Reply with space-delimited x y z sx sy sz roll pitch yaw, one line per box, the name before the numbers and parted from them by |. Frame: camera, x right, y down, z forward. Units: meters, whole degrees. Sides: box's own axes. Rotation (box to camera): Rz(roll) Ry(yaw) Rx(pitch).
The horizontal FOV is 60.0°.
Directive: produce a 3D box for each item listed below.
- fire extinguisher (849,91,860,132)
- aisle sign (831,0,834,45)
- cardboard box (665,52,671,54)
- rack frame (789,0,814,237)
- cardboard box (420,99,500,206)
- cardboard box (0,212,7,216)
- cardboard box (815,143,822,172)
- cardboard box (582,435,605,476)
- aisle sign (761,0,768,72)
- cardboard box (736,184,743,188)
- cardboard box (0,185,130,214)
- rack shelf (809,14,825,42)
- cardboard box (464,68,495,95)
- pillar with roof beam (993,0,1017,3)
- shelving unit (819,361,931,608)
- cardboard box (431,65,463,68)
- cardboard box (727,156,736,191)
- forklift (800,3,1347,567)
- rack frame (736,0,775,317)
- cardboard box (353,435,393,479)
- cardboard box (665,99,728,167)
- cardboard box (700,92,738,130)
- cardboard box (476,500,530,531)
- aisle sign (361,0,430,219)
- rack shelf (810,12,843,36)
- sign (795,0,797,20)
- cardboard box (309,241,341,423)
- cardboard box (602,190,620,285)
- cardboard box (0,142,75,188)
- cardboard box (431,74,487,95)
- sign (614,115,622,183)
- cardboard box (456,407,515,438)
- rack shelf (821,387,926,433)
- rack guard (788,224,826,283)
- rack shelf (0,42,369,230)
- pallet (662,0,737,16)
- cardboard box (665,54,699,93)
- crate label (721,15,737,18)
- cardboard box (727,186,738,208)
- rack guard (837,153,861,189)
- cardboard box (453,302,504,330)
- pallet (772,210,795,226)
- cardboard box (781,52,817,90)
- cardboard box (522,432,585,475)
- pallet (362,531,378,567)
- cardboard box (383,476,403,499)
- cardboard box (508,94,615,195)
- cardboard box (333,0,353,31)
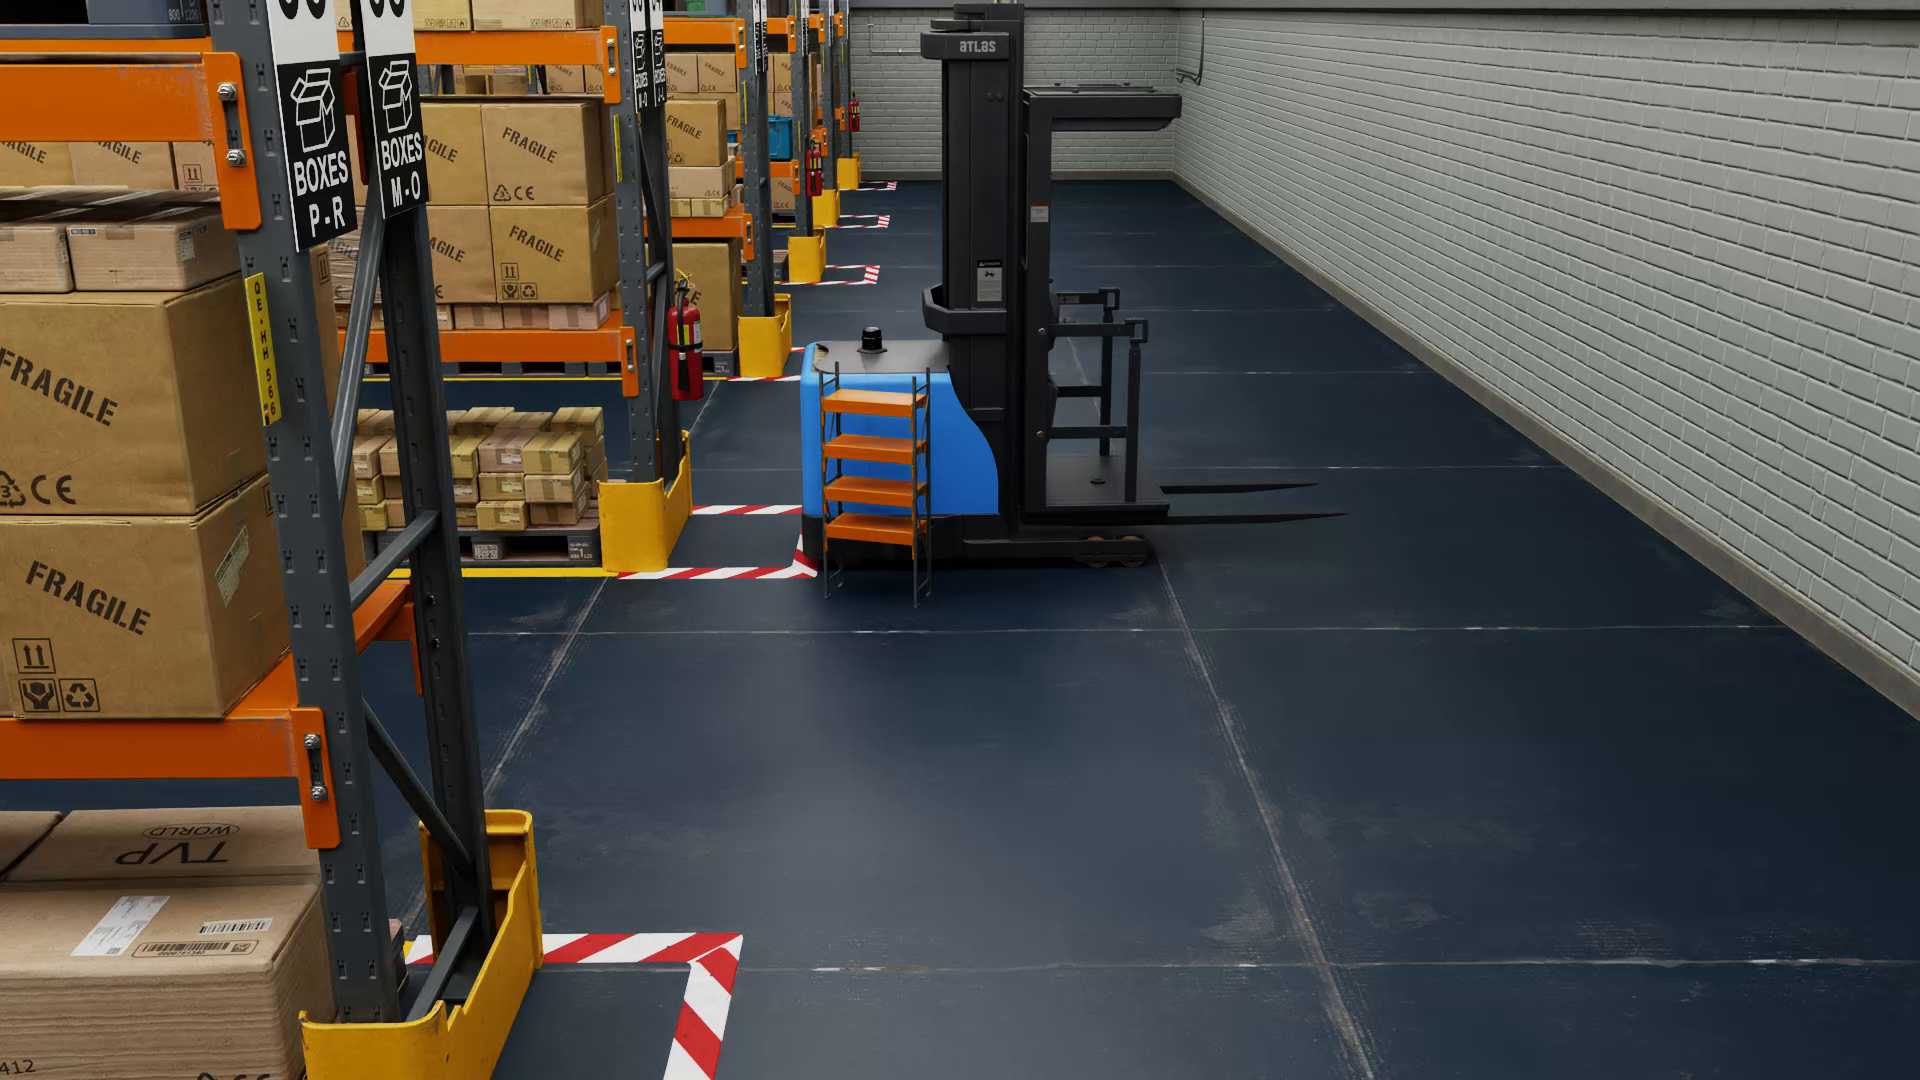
fire extinguisher | -1.758 -7.131 27.603 0.183 0.674 0.296 0 18 -1
aisle sign | -1.771 -7.300 23.139 0.004 0.787 0.394 0 18 -1
cardboard box | -4.316 -6.564 23.299 0.500 0.500 0.500 0 18 0
rack frame | -1.760 -4.460 18.539 0.127 3.000 1.000 0 18 -1
cardboard box | -2.665 -2.016 8.635 0.500 0.500 0.500 -1 18 -3
cardboard box | -2.391 -0.654 3.815 0.250 0.149 0.380 0 18 -1
cardboard box | -2.615 -6.461 28.184 0.500 0.500 0.700 0 18 -1
cardboard box | -2.233 -0.492 9.662 0.250 0.149 0.380 0 18 1
aisle sign | -1.615 -4.277 13.713 0.004 0.787 0.394 0 18 -1
cardboard box | -3.383 -4.952 23.855 0.500 0.250 0.500 0 18 -1
cardboard box | -2.407 -0.846 4.413 0.250 0.149 0.380 0 18 1
rack shelf | -3.834 -7.049 22.877 4.000 0.370 1.077 0 18 -1
cardboard box | -7.885 -7.576 27.572 0.500 0.500 0.500 0 18 1
pillar with roof beam | 0.837 -9.304 23.821 0.400 9.000 9.100 0 18 -1
shelving unit | -0.425 -0.281 8.460 0.503 1.200 0.258 5 19 16
cardboard box | -8.420 -7.933 27.454 0.500 0.250 0.500 0 18 0
cardboard box | -2.166 -3.097 14.051 0.500 0.250 0.500 -1 18 -2
forklift | 0.629 -1.407 9.135 3.031 2.935 1.130 -1 18 -3
rack frame | -1.682 -2.947 13.824 0.127 3.000 1.000 0 18 -1
cardboard box | -3.267 -0.454 9.056 0.250 0.149 0.380 0 18 1
cardboard box | -2.165 -3.292 13.429 0.500 0.500 0.500 0 18 0
cardboard box | -3.296 -5.931 22.961 0.500 0.500 0.500 0 18 0
cardboard box | -2.483 -0.176 9.164 0.250 0.149 0.380 0 18 1
aisle sign | -1.458 -1.247 4.268 0.004 0.787 0.394 0 18 -1
rack shelf | -3.916 -8.562 27.593 4.000 0.370 1.077 0 18 -1
sign | -1.735 -5.670 17.574 0.005 0.325 0.100 0 18 -1
cardboard box | -2.010 -0.529 4.484 0.500 0.500 0.500 -1 18 -2
cardboard box | -2.158 -1.703 9.295 0.500 0.500 0.500 1 18 2
cardboard box | -4.731 -2.013 8.623 0.500 0.500 0.500 -1 18 -3
cardboard box | -6.998 -6.244 23.251 0.500 0.500 0.700 3 18 8
sign | -1.716 -1.964 8.346 0.005 0.325 0.100 0 18 -1
cardboard box | -2.762 -0.658 9.695 0.250 0.149 0.380 0 18 -1
rack shelf | -0.425 -0.655 8.340 0.480 0.148 0.258 5 19 16
rack guard | -1.736 -3.274 18.934 0.348 0.500 1.175 0 18 -1
rack shelf | -3.525 -0.996 4.010 4.000 0.370 1.077 0 18 -1
pallet | -2.423 -4.326 13.358 1.213 0.211 1.003 0 18 -1
cardboard box | -3.812 -6.401 22.790 0.500 0.500 0.500 0 18 1
crate label | -2.688 -5.911 18.398 0.502 0.251 0.408 0 18 -1
cardboard box | -2.042 -2.926 14.171 0.250 0.149 0.380 0 18 0
rack guard | -1.892 -6.295 28.354 0.348 0.500 1.175 0 18 -1
cardboard box | -2.526 -1.229 8.878 0.250 0.149 0.380 0 18 -1
pallet | -2.708 -4.640 23.667 1.213 0.211 1.003 0 18 -1
cardboard box | -2.282 -6.575 23.332 0.500 0.500 0.500 0 18 1
cardboard box | -2.230 -0.477 9.131 0.250 0.149 0.380 0 18 0
pallet | -3.810 -0.105 9.530 1.213 0.211 1.003 0 18 -1
cardboard box | -3.018 -0.353 9.230 0.250 0.149 0.380 0 18 -2
cardboard box | -2.158 -2.176 9.132 0.500 0.500 0.500 0 18 -1
cardboard box | -3.161 -2.703 8.396 0.500 0.250 0.500 0 18 2
